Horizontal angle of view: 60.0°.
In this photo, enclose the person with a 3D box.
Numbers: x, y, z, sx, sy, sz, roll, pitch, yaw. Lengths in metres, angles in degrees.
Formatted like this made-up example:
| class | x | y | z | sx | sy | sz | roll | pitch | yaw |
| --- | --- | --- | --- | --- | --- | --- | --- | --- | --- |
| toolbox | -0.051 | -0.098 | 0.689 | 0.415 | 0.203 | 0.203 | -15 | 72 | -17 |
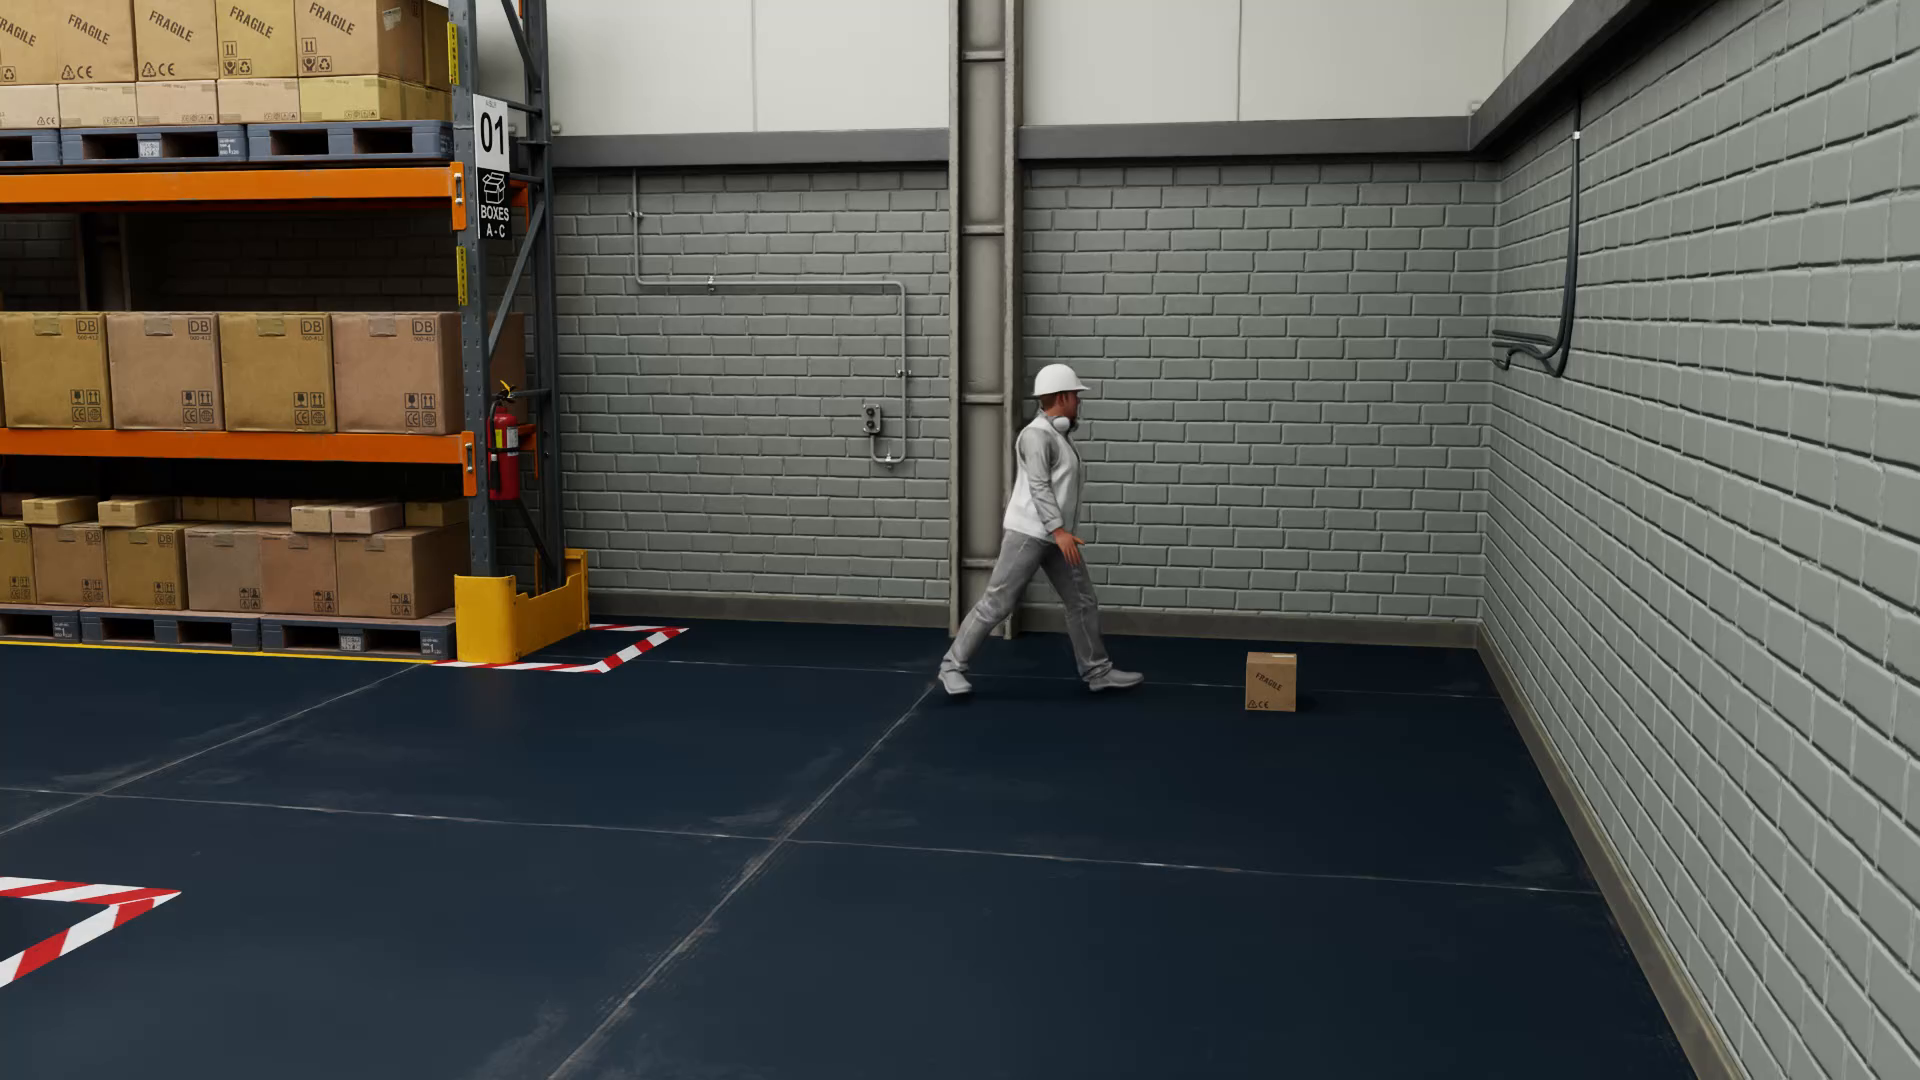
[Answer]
| class | x | y | z | sx | sy | sz | roll | pitch | yaw |
| --- | --- | --- | --- | --- | --- | --- | --- | --- | --- |
| person | 0.406 | -0.037 | 8.590 | 0.980 | 1.731 | 0.714 | 3 | 9 | 22 |
